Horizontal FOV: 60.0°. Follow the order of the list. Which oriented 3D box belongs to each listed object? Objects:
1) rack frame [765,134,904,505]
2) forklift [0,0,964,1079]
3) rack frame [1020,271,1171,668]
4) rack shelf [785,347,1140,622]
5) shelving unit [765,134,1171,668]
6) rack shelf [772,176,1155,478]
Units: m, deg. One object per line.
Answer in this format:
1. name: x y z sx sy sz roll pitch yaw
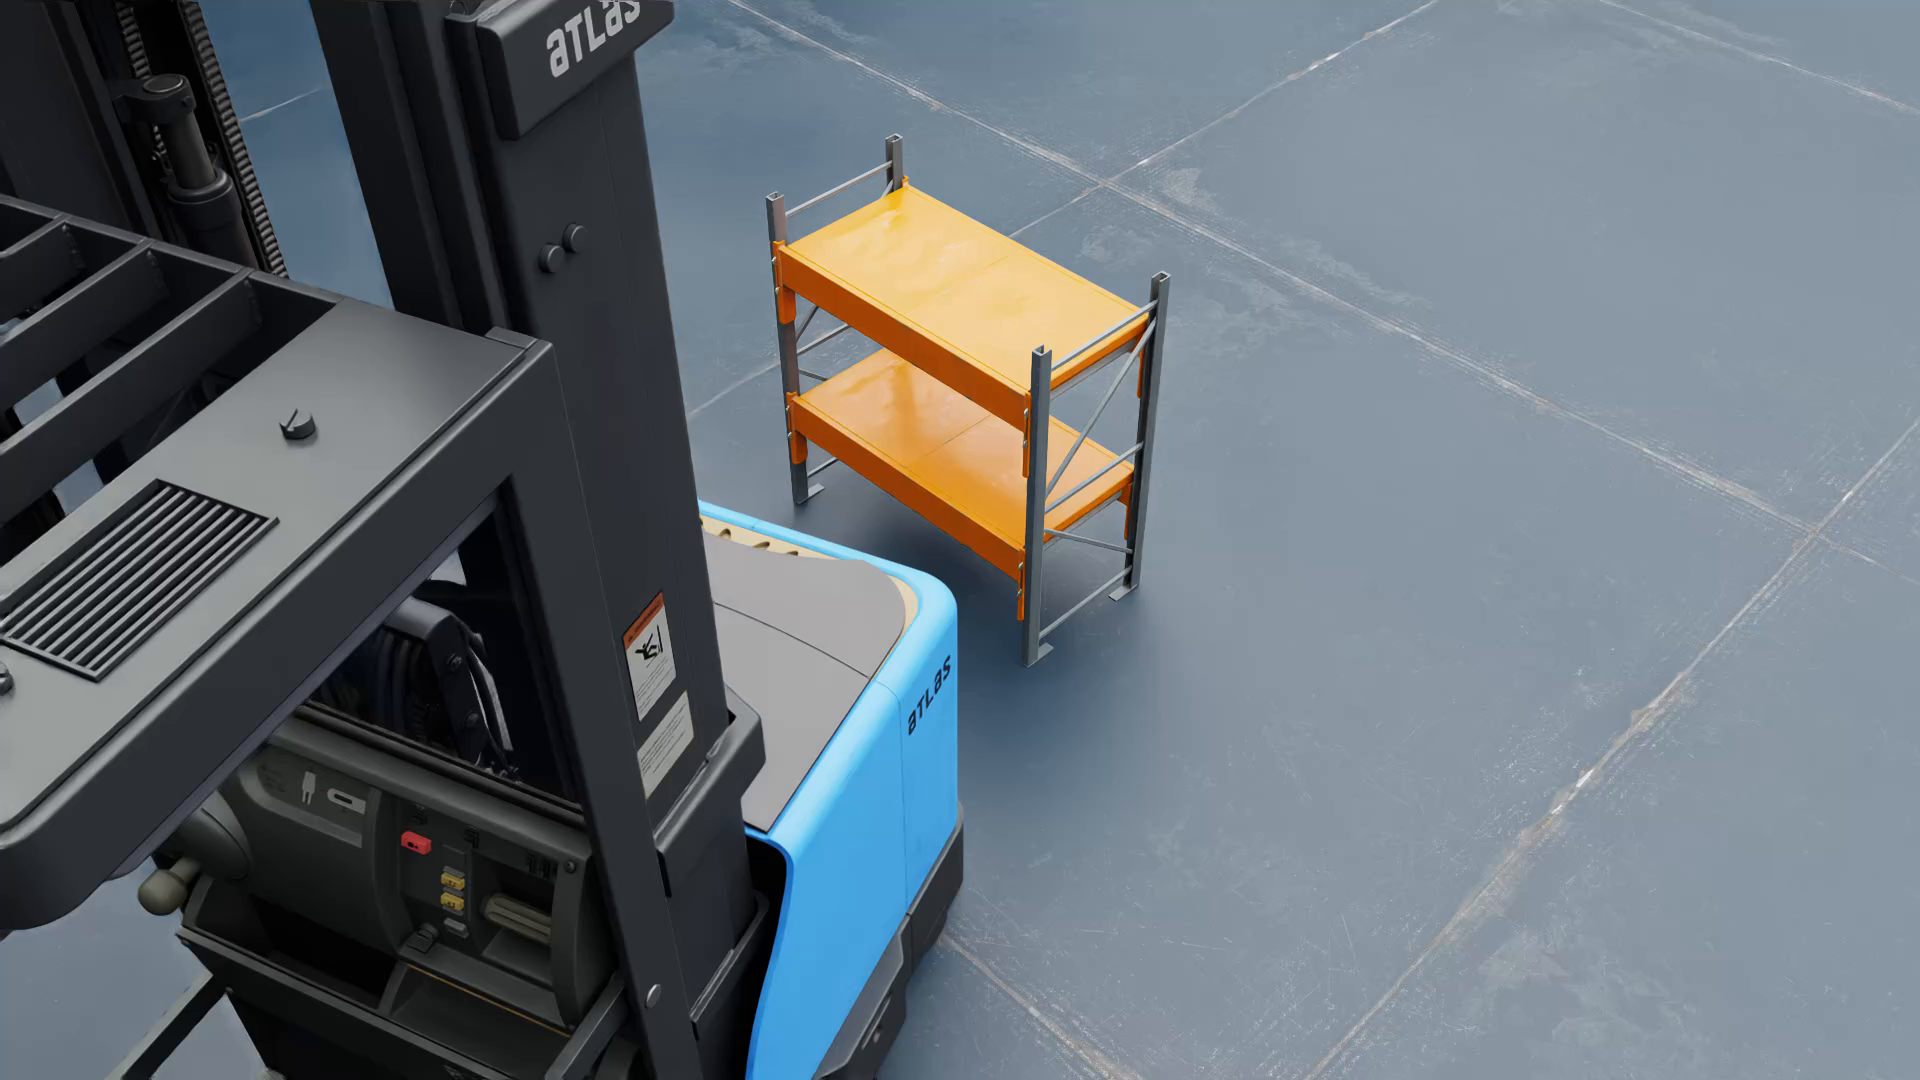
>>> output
1. rack frame: -0.354 -0.654 5.129 0.500 1.125 0.032 -34 53 -31
2. forklift: -1.064 0.575 2.468 1.130 2.935 3.031 17 45 18
3. rack frame: 0.364 -0.166 4.600 0.500 1.125 0.032 -34 53 -31
4. rack shelf: 0.005 -0.230 5.031 0.538 0.278 1.000 -34 53 -31
5. shelving unit: 0.005 -0.410 4.865 0.538 1.125 1.048 -34 53 -31
6. rack shelf: 0.005 -0.625 4.666 0.538 0.278 1.000 -34 53 -31
